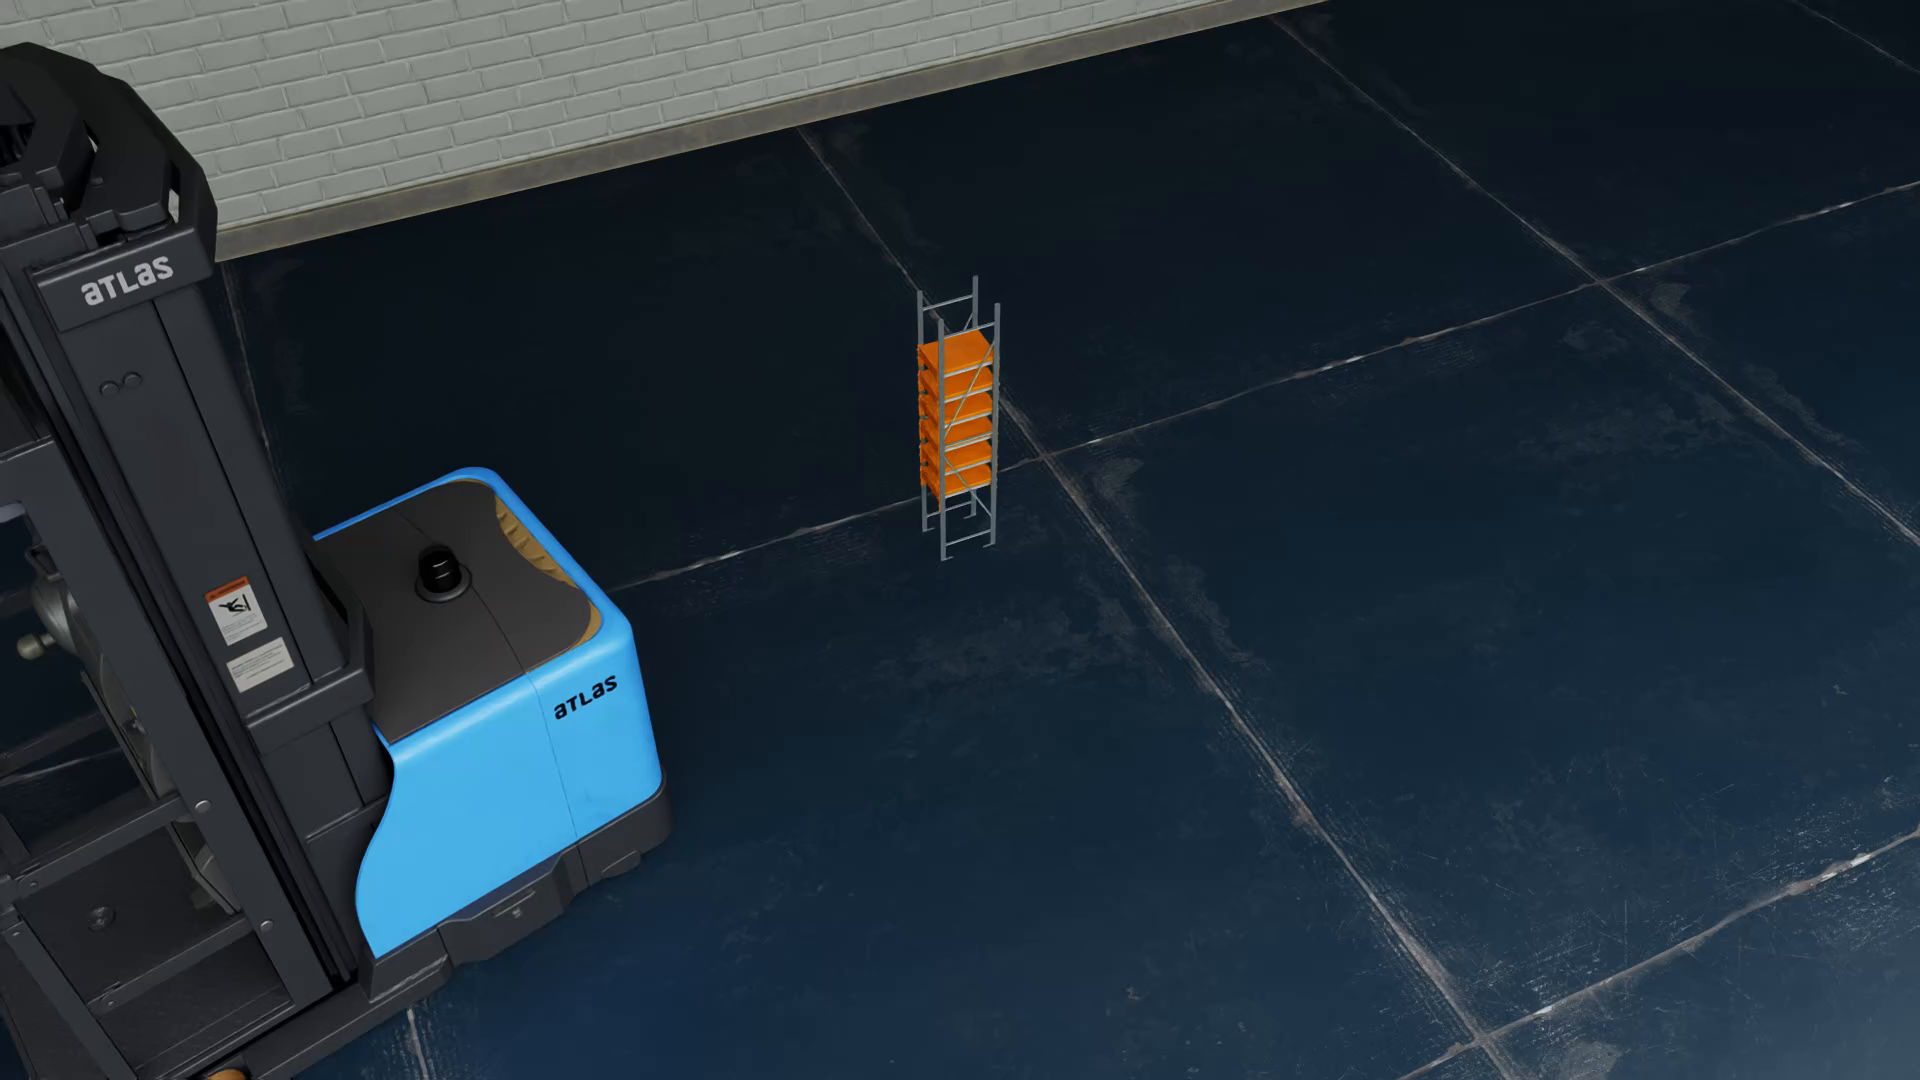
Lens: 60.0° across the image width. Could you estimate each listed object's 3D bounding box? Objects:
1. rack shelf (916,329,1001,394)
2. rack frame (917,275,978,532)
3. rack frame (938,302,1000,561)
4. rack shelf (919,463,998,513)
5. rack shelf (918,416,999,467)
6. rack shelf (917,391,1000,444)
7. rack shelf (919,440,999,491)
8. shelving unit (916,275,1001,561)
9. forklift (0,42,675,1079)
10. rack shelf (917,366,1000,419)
[{"bbox_3d":[-0.006,-0.661,6.116,0.258,0.103,0.180,-18,47,-17],"label":"rack shelf"},{"bbox_3d":[-0.045,-0.495,6.397,0.240,1.200,0.006,-18,47,-17],"label":"rack frame"},{"bbox_3d":[0.032,-0.378,6.279,0.240,1.200,0.006,-18,47,-17],"label":"rack frame"},{"bbox_3d":[-0.006,-0.234,6.538,0.258,0.103,0.180,-18,47,-17],"label":"rack shelf"},{"bbox_3d":[-0.006,-0.405,6.369,0.258,0.103,0.180,-18,47,-17],"label":"rack shelf"},{"bbox_3d":[-0.006,-0.490,6.285,0.258,0.103,0.180,-18,47,-17],"label":"rack shelf"},{"bbox_3d":[-0.006,-0.319,6.453,0.258,0.103,0.180,-18,47,-17],"label":"rack shelf"},{"bbox_3d":[-0.006,-0.436,6.338,0.258,1.200,0.189,-18,47,-17],"label":"shelving unit"},{"bbox_3d":[-2.438,0.364,4.294,3.031,2.935,1.130,-29,52,-26],"label":"forklift"},{"bbox_3d":[-0.006,-0.576,6.201,0.258,0.103,0.180,-18,47,-17],"label":"rack shelf"}]
